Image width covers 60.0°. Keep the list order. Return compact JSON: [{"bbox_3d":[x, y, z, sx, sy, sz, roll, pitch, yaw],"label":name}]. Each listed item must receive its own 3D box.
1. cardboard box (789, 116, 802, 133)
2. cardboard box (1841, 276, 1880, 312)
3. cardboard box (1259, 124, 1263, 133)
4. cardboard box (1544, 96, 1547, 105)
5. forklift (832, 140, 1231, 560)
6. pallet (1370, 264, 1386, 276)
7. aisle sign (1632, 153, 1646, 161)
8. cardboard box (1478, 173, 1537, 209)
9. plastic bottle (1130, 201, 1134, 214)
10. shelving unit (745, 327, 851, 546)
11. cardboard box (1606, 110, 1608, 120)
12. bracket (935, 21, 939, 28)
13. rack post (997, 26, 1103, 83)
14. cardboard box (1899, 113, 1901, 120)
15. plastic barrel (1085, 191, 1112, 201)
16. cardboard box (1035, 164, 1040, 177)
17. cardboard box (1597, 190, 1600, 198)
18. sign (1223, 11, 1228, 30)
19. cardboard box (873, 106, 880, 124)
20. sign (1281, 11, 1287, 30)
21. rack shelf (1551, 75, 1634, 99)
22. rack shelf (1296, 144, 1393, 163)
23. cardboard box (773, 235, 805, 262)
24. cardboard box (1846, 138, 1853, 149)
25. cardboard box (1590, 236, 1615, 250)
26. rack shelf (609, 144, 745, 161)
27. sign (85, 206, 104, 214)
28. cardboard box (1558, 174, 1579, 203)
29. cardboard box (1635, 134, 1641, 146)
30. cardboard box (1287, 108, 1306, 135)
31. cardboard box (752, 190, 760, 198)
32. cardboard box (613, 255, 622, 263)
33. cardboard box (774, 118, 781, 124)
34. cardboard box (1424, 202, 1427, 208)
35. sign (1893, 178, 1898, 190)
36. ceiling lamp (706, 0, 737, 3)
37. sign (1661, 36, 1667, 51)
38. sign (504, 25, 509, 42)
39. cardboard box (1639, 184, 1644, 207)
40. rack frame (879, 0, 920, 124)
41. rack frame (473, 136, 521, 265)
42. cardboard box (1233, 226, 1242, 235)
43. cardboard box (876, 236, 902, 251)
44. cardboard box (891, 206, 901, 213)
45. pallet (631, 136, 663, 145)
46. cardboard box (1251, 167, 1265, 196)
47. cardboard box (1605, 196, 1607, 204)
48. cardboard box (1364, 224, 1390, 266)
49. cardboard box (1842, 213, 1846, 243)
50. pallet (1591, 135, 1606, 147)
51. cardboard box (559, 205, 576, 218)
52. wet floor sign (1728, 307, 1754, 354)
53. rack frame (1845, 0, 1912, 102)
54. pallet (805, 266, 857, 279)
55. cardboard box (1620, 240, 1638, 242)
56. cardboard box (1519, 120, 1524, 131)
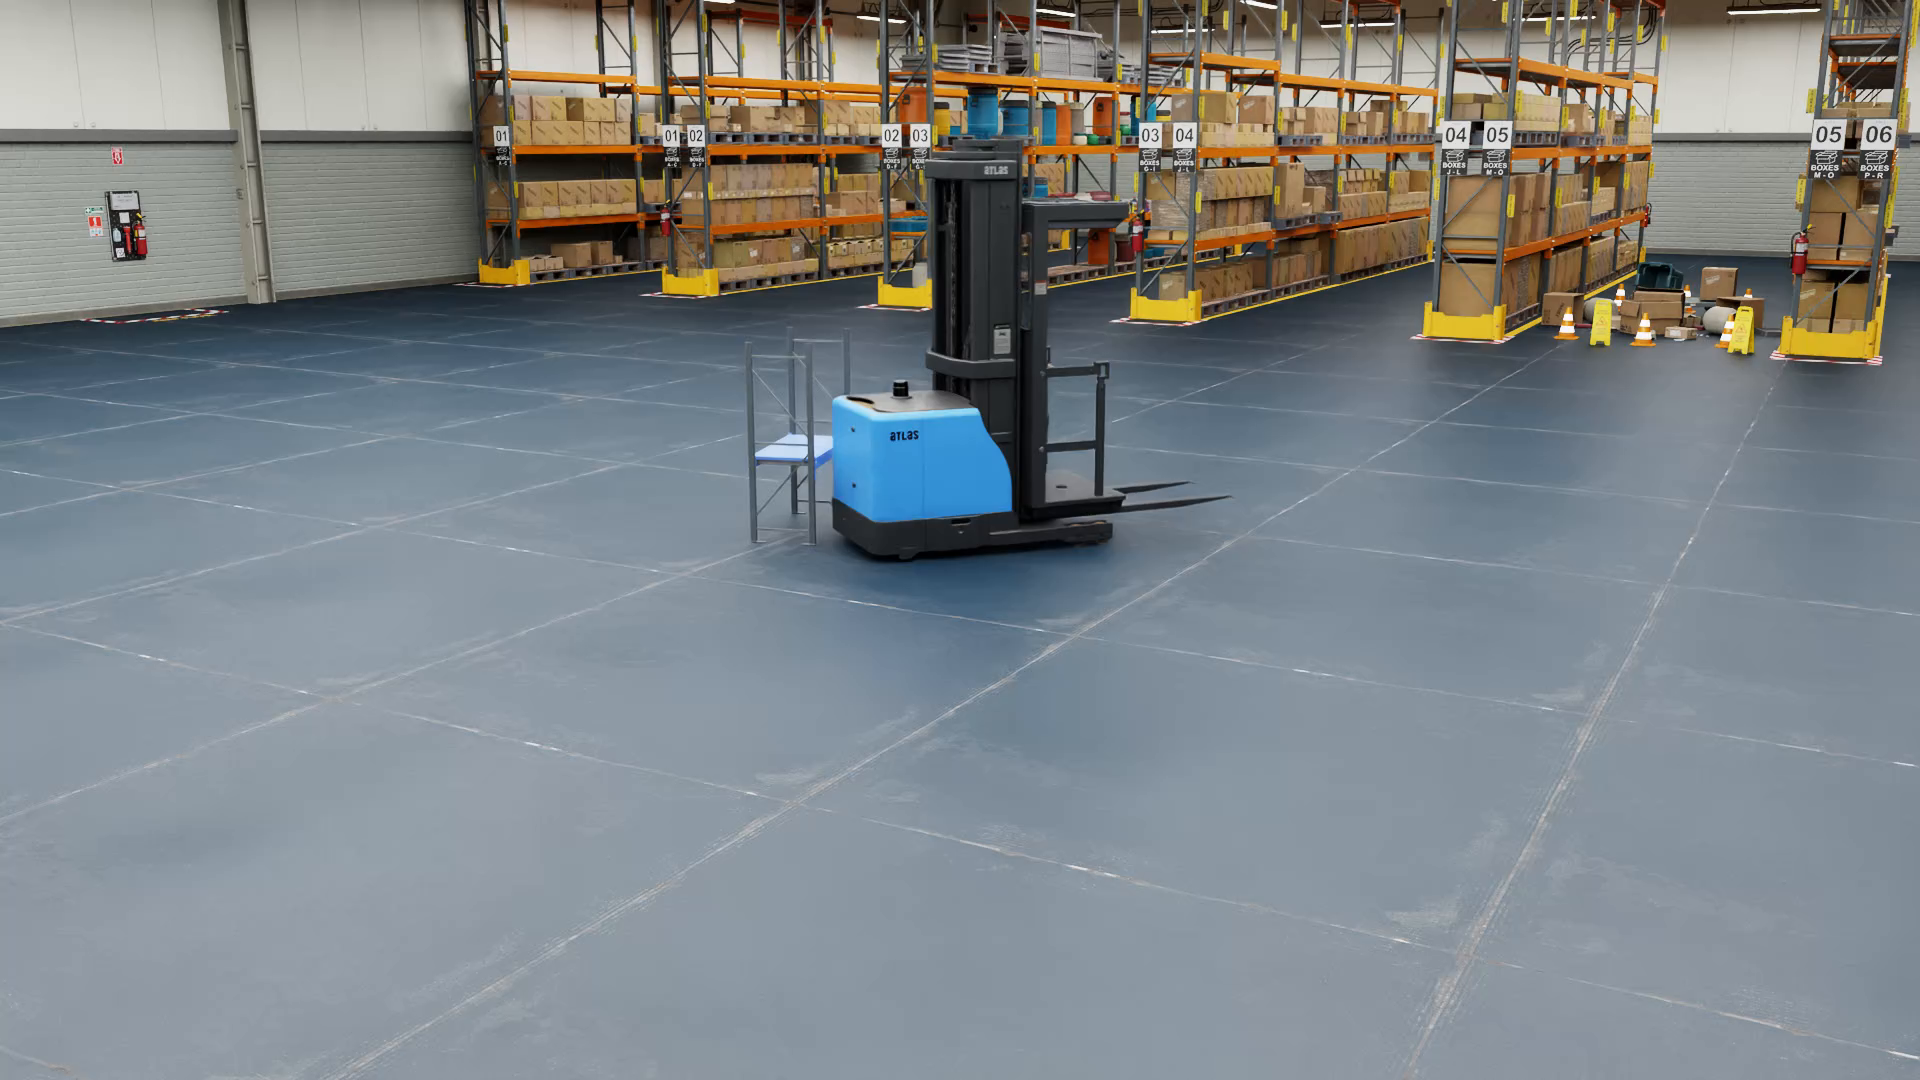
[{"bbox_3d":[-4.526,-10.733,43.100,0.700,0.500,0.500,7,15,27],"label":"cardboard box"},{"bbox_3d":[13.232,-3.614,24.495,0.500,0.500,0.500,8,16,29],"label":"cardboard box"},{"bbox_3d":[5.190,-7.351,29.693,0.380,0.149,0.250,7,15,25],"label":"cardboard box"},{"bbox_3d":[9.133,-7.001,26.496,0.380,0.149,0.250,7,15,27],"label":"cardboard box"},{"bbox_3d":[0.597,-1.488,12.451,3.031,2.935,1.130,-6,15,-22],"label":"forklift"},{"bbox_3d":[8.909,-6.096,37.367,1.003,0.211,1.213,7,15,28],"label":"pallet"},{"bbox_3d":[15.741,-9.101,38.336,0.394,0.787,0.004,7,15,28],"label":"aisle sign"},{"bbox_3d":[8.888,-5.699,27.148,0.875,0.550,0.550,7,15,28],"label":"cardboard box"},{"bbox_3d":[3.879,-7.519,37.569,0.061,0.283,0.133,7,15,28],"label":"plastic bottle"},{"bbox_3d":[-1.214,-0.818,12.727,0.538,1.500,1.048,3,14,11],"label":"shelving unit"},{"bbox_3d":[12.647,-8.446,33.650,0.797,0.503,0.637,7,15,27],"label":"cardboard box"},{"bbox_3d":[-0.799,-15.485,49.886,0.235,0.232,0.430,7,15,28],"label":"bracket"},{"bbox_3d":[1.890,-9.965,34.242,1.013,1.000,3.121,7,15,28],"label":"rack post"},{"bbox_3d":[13.788,-6.315,24.760,0.380,0.149,0.250,8,16,30],"label":"cardboard box"},{"bbox_3d":[2.987,-7.295,36.103,0.600,0.536,0.708,7,15,28],"label":"plastic barrel"},{"bbox_3d":[1.767,-9.658,43.847,0.500,0.500,0.500,8,16,30],"label":"cardboard box"},{"bbox_3d":[12.476,-6.874,33.017,0.380,0.149,0.250,8,16,31],"label":"cardboard box"},{"bbox_3d":[4.860,-9.486,30.349,0.100,0.325,0.005,7,15,28],"label":"sign"},{"bbox_3d":[-2.470,-11.734,46.017,0.500,0.500,0.500,7,15,26],"label":"cardboard box"},{"bbox_3d":[5.815,-9.320,29.832,0.100,0.325,0.005,7,15,28],"label":"sign"},{"bbox_3d":[12.542,-8.997,33.042,1.077,0.370,4.000,7,15,28],"label":"rack shelf"},{"bbox_3d":[8.249,-8.316,35.763,1.077,0.370,4.000,7,15,28],"label":"rack shelf"},{"bbox_3d":[-3.606,-6.111,34.851,0.500,0.500,0.500,7,15,28],"label":"cardboard box"},{"bbox_3d":[12.448,-5.624,23.598,0.380,0.149,0.250,8,15,28],"label":"cardboard box"},{"bbox_3d":[13.370,-6.207,34.719,0.500,0.250,0.500,7,15,27],"label":"cardboard box"},{"bbox_3d":[-6.693,-9.179,39.343,1.077,0.370,4.000,7,15,28],"label":"rack shelf"},{"bbox_3d":[-14.488,-5.521,27.826,0.001,0.109,0.331,7,15,28],"label":"sign"},{"bbox_3d":[11.106,-6.554,30.974,0.700,0.500,0.500,7,15,27],"label":"cardboard box"},{"bbox_3d":[14.467,-8.694,36.116,0.500,0.250,0.500,8,16,30],"label":"cardboard box"},{"bbox_3d":[6.117,-7.968,31.667,0.797,0.503,0.637,8,16,30],"label":"cardboard box"},{"bbox_3d":[-4.256,-6.964,33.421,0.380,0.149,0.250,7,15,27],"label":"cardboard box"},{"bbox_3d":[-7.892,-6.384,37.719,0.380,0.166,0.250,5,15,21],"label":"cardboard box"},{"bbox_3d":[-4.057,-8.603,34.412,0.500,0.311,0.500,6,15,25],"label":"cardboard box"},{"bbox_3d":[11.142,-8.153,40.486,0.380,0.149,0.250,8,15,29],"label":"cardboard box"},{"bbox_3d":[18.371,-6.960,32.702,0.100,0.325,0.005,7,15,28],"label":"sign"},{"bbox_3d":[-5.268,-13.069,35.088,0.800,3.185,2.000,7,15,28],"label":"ceiling lamp"},{"bbox_3d":[15.919,-11.236,37.610,0.100,0.325,0.005,7,15,28],"label":"sign"},{"bbox_3d":[-9.118,-10.187,33.427,0.100,0.325,0.005,7,15,28],"label":"sign"},{"bbox_3d":[15.197,-7.823,37.734,0.500,0.500,0.500,7,15,27],"label":"cardboard box"},{"bbox_3d":[-1.388,-10.837,38.284,1.000,3.000,0.127,7,15,28],"label":"rack frame"},{"bbox_3d":[-9.593,-6.840,34.504,1.000,3.000,0.127,7,15,28],"label":"rack frame"},{"bbox_3d":[4.764,-5.471,29.363,0.380,0.149,0.250,7,15,28],"label":"cardboard box"},{"bbox_3d":[-1.671,-6.818,38.188,0.500,0.311,0.500,7,15,27],"label":"cardboard box"},{"bbox_3d":[-1.581,-7.583,38.121,0.380,0.149,0.250,7,15,28],"label":"cardboard box"},{"bbox_3d":[-7.268,-9.142,38.054,1.213,0.211,1.003,7,15,28],"label":"pallet"},{"bbox_3d":[5.131,-6.430,29.822,0.500,0.500,0.500,7,15,28],"label":"cardboard box"},{"bbox_3d":[12.986,-6.943,33.939,0.380,0.149,0.250,6,15,25],"label":"cardboard box"},{"bbox_3d":[8.924,-6.656,37.378,1.225,0.875,0.875,7,15,28],"label":"cardboard box"},{"bbox_3d":[12.864,-4.675,24.678,0.500,0.500,0.500,8,15,29],"label":"cardboard box"},{"bbox_3d":[11.311,-7.443,31.009,1.213,0.211,1.003,8,16,31],"label":"pallet"},{"bbox_3d":[-8.589,-7.053,35.665,0.500,0.250,0.500,7,15,27],"label":"cardboard box"},{"bbox_3d":[11.062,-2.971,23.480,0.232,0.644,0.267,-12,18,-40],"label":"wet floor sign"},{"bbox_3d":[17.891,-9.412,32.372,1.000,3.000,0.127,7,15,28],"label":"rack frame"},{"bbox_3d":[-2.999,-5.900,36.555,1.003,0.211,1.213,7,15,28],"label":"pallet"},{"bbox_3d":[15.409,-6.826,38.365,0.380,0.149,0.250,8,15,29],"label":"cardboard box"},{"bbox_3d":[8.277,-6.249,25.079,0.380,0.149,0.250,8,15,29],"label":"cardboard box"}]
